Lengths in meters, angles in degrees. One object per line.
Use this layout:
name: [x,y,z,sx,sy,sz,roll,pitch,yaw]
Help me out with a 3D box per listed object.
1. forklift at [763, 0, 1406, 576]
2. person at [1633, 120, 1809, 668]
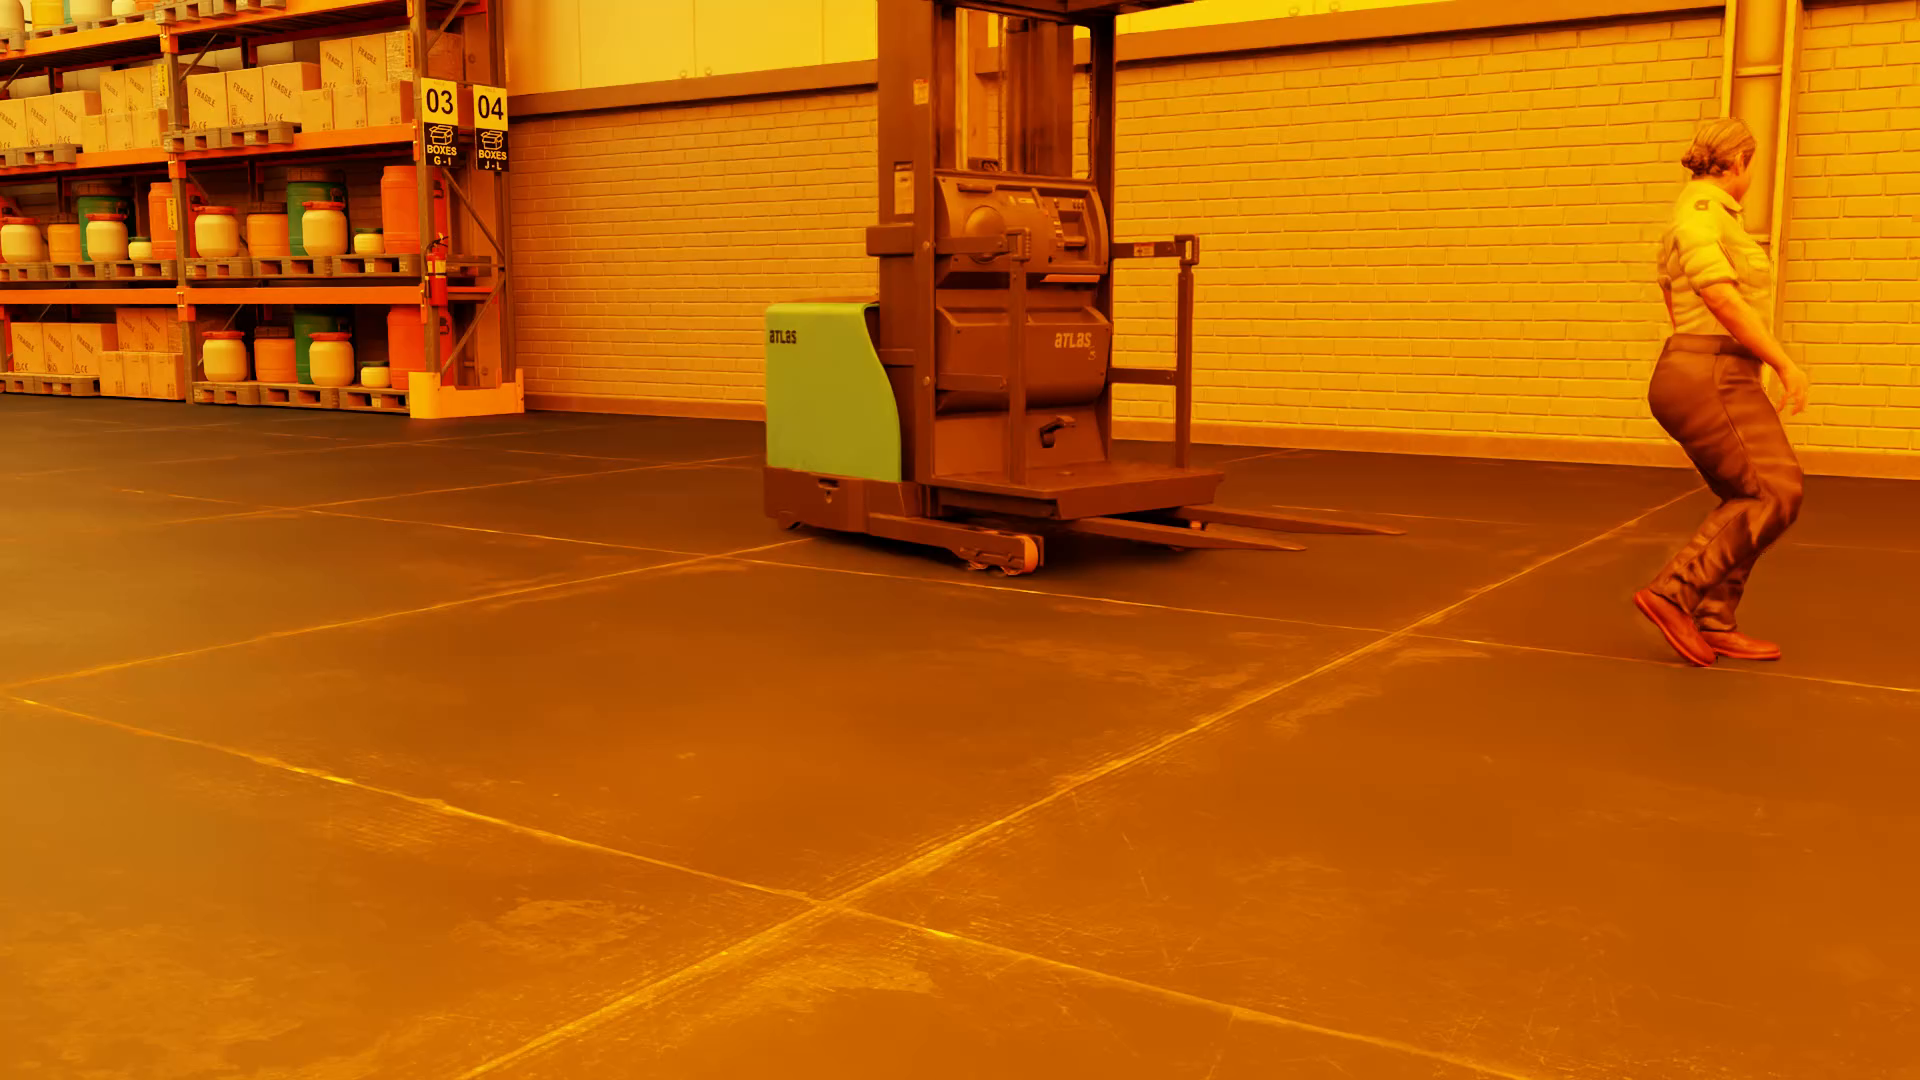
forklift: [0.420,-1.387,6.949,1.130,2.935,3.031,-7,11,-41]
person: [2.318,-0.444,5.036,0.453,1.619,0.710,4,9,26]
